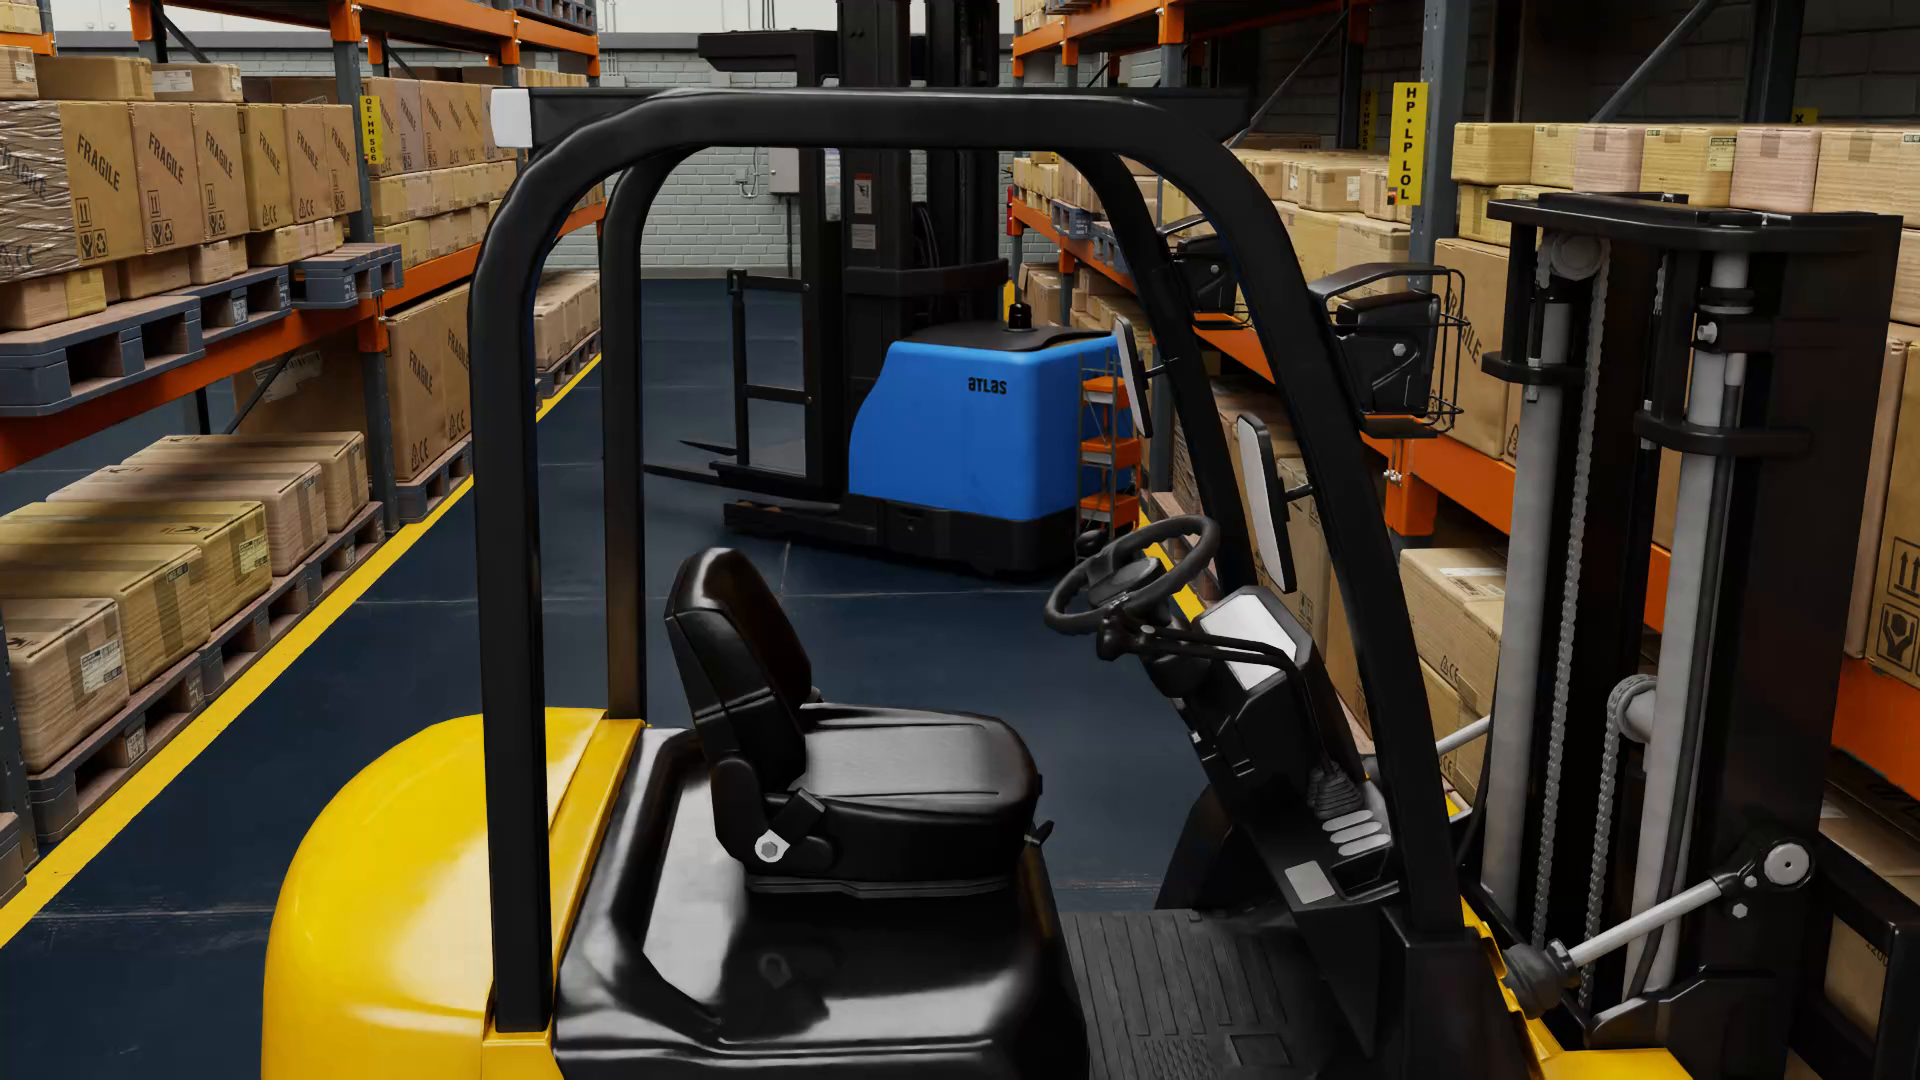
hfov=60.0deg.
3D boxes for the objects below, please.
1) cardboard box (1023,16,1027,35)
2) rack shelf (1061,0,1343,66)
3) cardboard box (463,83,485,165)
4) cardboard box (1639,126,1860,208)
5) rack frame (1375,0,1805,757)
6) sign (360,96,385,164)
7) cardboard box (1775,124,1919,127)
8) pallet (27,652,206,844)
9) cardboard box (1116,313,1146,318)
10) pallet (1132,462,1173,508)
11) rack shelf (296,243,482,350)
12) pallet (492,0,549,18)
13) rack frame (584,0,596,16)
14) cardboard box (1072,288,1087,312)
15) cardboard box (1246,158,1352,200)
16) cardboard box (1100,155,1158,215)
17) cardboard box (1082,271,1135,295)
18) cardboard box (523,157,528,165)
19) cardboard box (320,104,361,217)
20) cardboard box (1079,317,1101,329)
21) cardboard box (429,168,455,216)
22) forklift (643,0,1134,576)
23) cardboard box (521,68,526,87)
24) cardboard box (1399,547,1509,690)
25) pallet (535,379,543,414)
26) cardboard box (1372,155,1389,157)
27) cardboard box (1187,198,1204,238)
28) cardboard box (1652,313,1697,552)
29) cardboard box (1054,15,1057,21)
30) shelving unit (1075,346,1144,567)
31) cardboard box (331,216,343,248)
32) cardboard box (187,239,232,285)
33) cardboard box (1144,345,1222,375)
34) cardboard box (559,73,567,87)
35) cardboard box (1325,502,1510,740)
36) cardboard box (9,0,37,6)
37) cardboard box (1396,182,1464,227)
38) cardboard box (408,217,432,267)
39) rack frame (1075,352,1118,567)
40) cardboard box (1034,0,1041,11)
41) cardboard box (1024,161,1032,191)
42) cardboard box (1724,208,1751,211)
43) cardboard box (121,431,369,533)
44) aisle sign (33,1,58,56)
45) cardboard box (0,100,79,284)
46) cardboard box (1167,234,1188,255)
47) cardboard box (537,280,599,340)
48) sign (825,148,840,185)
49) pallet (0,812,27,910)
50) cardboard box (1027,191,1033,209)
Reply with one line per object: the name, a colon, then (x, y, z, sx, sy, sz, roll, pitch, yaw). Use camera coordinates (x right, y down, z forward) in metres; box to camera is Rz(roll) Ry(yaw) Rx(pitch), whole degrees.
cardboard box: (0.762, -4.607, 14.898, 0.380, 0.149, 0.250, -1, 14, -2)
rack shelf: (1.392, -3.164, 10.227, 1.077, 0.370, 4.000, -1, 14, -3)
cardboard box: (-3.356, -2.650, 10.598, 0.500, 0.500, 0.500, 0, 14, -2)
cardboard box: (1.575, -0.733, 3.257, 0.380, 0.149, 0.250, -1, 14, -4)
rack frame: (1.764, -0.567, 4.711, 1.000, 3.000, 0.127, -1, 14, -3)
sign: (-2.897, -2.018, 8.183, 0.100, 0.325, 0.005, -1, 14, -3)
cardboard box: (2.089, -0.870, 3.790, 0.380, 0.149, 0.250, -1, 14, -4)
pallet: (-3.240, 0.667, 5.510, 1.003, 0.211, 1.213, -1, 14, -3)
cardboard box: (1.214, -1.380, 10.742, 0.380, 0.149, 0.250, -1, 14, -3)
pallet: (1.508, -0.398, 9.649, 1.003, 0.211, 1.213, -1, 14, -3)
rack shelf: (-3.562, -1.633, 10.299, 1.077, 0.370, 4.000, -1, 14, -3)
pallet: (-3.726, -4.093, 12.571, 1.003, 0.211, 1.213, -1, 14, -3)
rack frame: (-3.933, -6.379, 15.261, 1.000, 3.000, 0.127, -1, 14, -3)
cardboard box: (1.025, -1.770, 12.259, 0.380, 0.149, 0.250, 0, 14, -1)
cardboard box: (1.319, -1.393, 6.420, 0.380, 0.149, 0.250, -1, 14, -5)
cardboard box: (1.230, -2.218, 10.079, 0.797, 0.503, 0.637, -1, 14, -5)
cardboard box: (1.089, -1.851, 11.974, 0.380, 0.149, 0.250, -2, 15, -6)
cardboard box: (-3.453, -2.648, 12.599, 0.500, 0.500, 0.500, 0, 14, -2)
cardboard box: (-3.132, -1.772, 7.751, 0.500, 0.500, 0.500, -1, 14, -5)
cardboard box: (1.117, -1.294, 11.708, 0.500, 0.500, 0.500, -1, 14, -4)
cardboard box: (-3.272, -2.036, 9.719, 0.500, 0.250, 0.500, -1, 14, -4)
forklift: (-0.614, -1.521, 8.554, 3.031, 2.935, 1.130, 10, 18, 35)
cardboard box: (-3.478, -3.472, 12.492, 0.380, 0.149, 0.250, -1, 14, -3)
cardboard box: (1.481, 0.202, 4.390, 0.500, 0.250, 0.500, -1, 14, -4)
pallet: (-3.563, -0.938, 11.749, 1.003, 0.211, 1.213, -1, 14, -3)
cardboard box: (1.943, -1.531, 6.955, 0.380, 0.149, 0.250, -1, 14, -4)
cardboard box: (1.330, -1.493, 7.606, 0.500, 0.250, 0.500, 0, 14, -2)
cardboard box: (1.612, -0.246, 3.262, 0.500, 0.500, 0.500, -1, 14, -4)
cardboard box: (0.931, -4.101, 12.928, 0.380, 0.149, 0.250, 0, 14, -2)
shelving unit: (0.704, -0.369, 7.852, 0.215, 1.050, 0.252, 10, 17, 34)
cardboard box: (-3.094, -1.423, 7.697, 0.380, 0.149, 0.250, -1, 14, -3)
cardboard box: (-2.962, -1.038, 6.203, 0.380, 0.149, 0.250, 0, 14, -1)
cardboard box: (1.233, -0.988, 9.218, 0.380, 0.149, 0.250, -2, 15, -6)
cardboard box: (-3.577, -3.918, 14.226, 0.380, 0.149, 0.250, -1, 14, -2)
cardboard box: (1.720, 0.250, 5.458, 0.875, 0.625, 0.625, 0, 14, -1)
cardboard box: (-8.585, -4.884, 14.767, 0.500, 0.250, 0.500, -1, 14, -5)
cardboard box: (1.521, -1.011, 4.935, 0.380, 0.149, 0.250, 0, 14, -2)
cardboard box: (-3.266, -1.665, 9.278, 0.500, 0.250, 0.500, -1, 14, -5)
rack frame: (0.634, -0.344, 7.755, 0.200, 1.050, 0.008, 10, 17, 34)
cardboard box: (0.902, -4.579, 13.989, 0.500, 0.250, 0.500, -1, 14, -4)
cardboard box: (0.846, -3.255, 14.860, 0.500, 0.250, 0.500, -1, 14, -4)
cardboard box: (1.572, -0.528, 3.055, 0.380, 0.149, 0.250, -1, 14, -5)
cardboard box: (-3.413, -0.275, 8.004, 0.950, 0.372, 0.625, -2, 15, -7)
aisle sign: (-8.573, -4.654, 15.379, 0.394, 0.787, 0.004, -1, 14, -3)
cardboard box: (-2.933, -1.007, 4.778, 0.500, 0.500, 0.500, -1, 14, -2)
cardboard box: (1.300, -1.375, 8.153, 0.500, 0.250, 0.500, -1, 14, -3)
cardboard box: (-3.728, -2.047, 14.760, 0.875, 0.438, 0.875, 0, 14, -2)
sign: (-1.720, -4.885, 21.684, 0.329, 0.494, 0.001, -1, 14, -3)
pallet: (-3.113, 1.027, 4.110, 1.003, 0.211, 1.213, -1, 14, -3)
cardboard box: (0.797, -3.023, 14.759, 0.380, 0.149, 0.250, -1, 14, -5)
